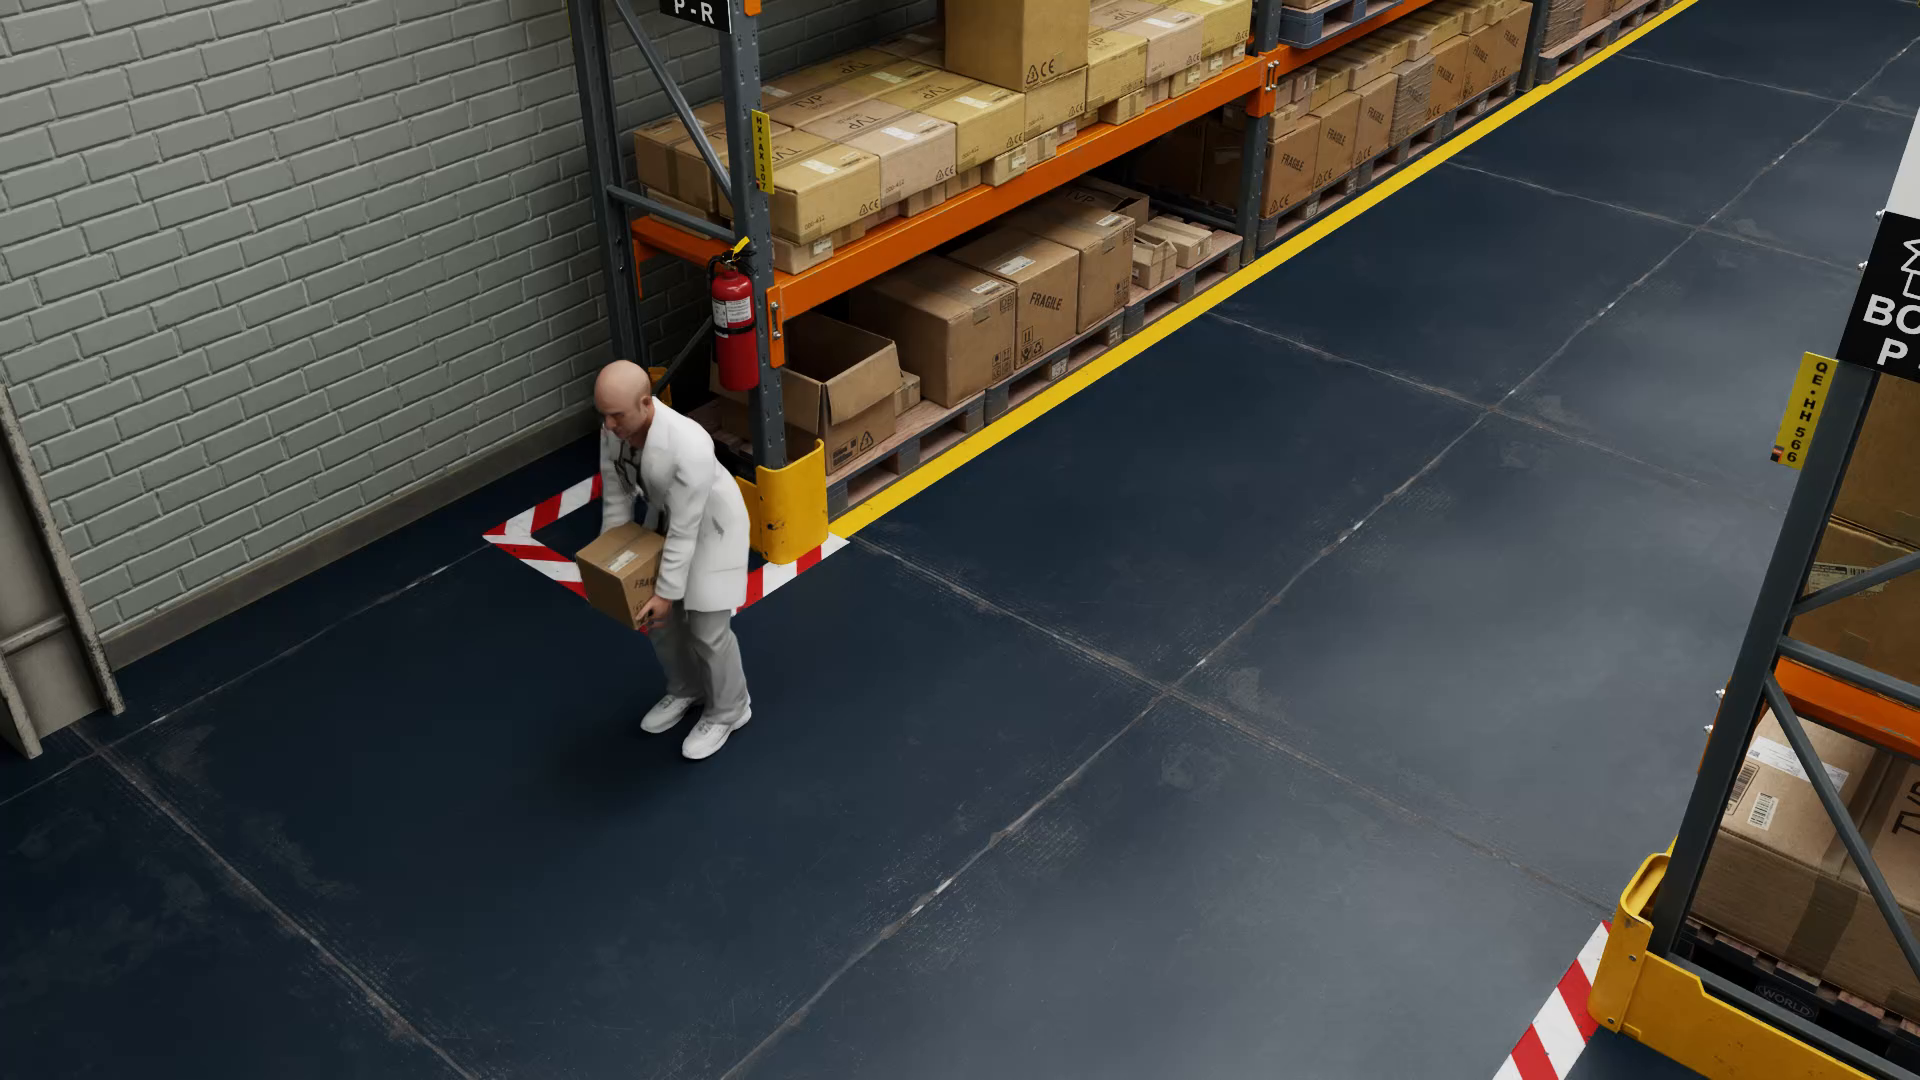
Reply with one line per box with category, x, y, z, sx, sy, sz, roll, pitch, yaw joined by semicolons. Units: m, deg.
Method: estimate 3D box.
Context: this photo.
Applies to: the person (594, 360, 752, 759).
person;-1.066;0.048;6.147;0.526;1.718;0.609;25;41;31
